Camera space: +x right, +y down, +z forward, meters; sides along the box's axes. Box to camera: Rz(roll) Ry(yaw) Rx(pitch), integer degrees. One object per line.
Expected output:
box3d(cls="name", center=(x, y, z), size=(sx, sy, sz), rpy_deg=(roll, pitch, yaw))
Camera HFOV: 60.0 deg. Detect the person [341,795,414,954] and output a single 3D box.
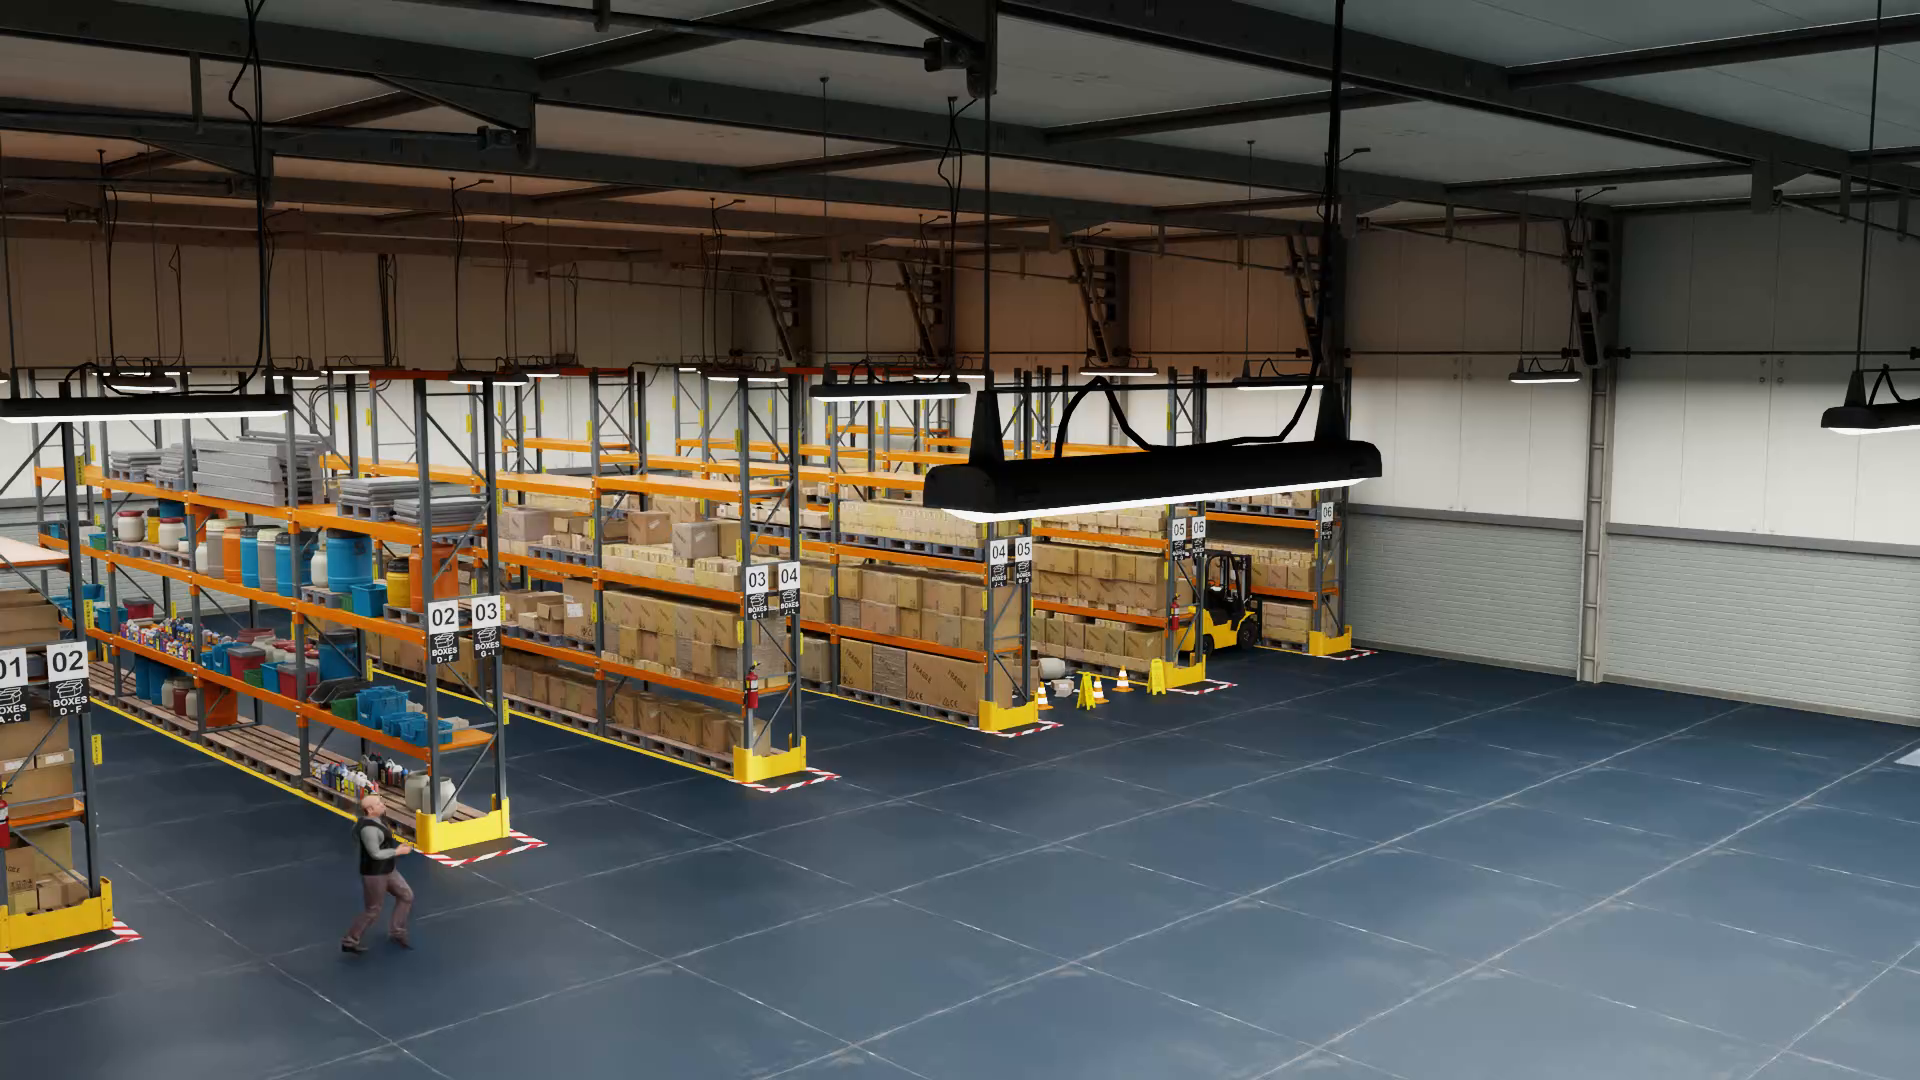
box3d(cls="person", center=(-6.138, 3.532, 17.501), size=(0.753, 1.756, 0.655), rpy_deg=(-2, 7, -13))
